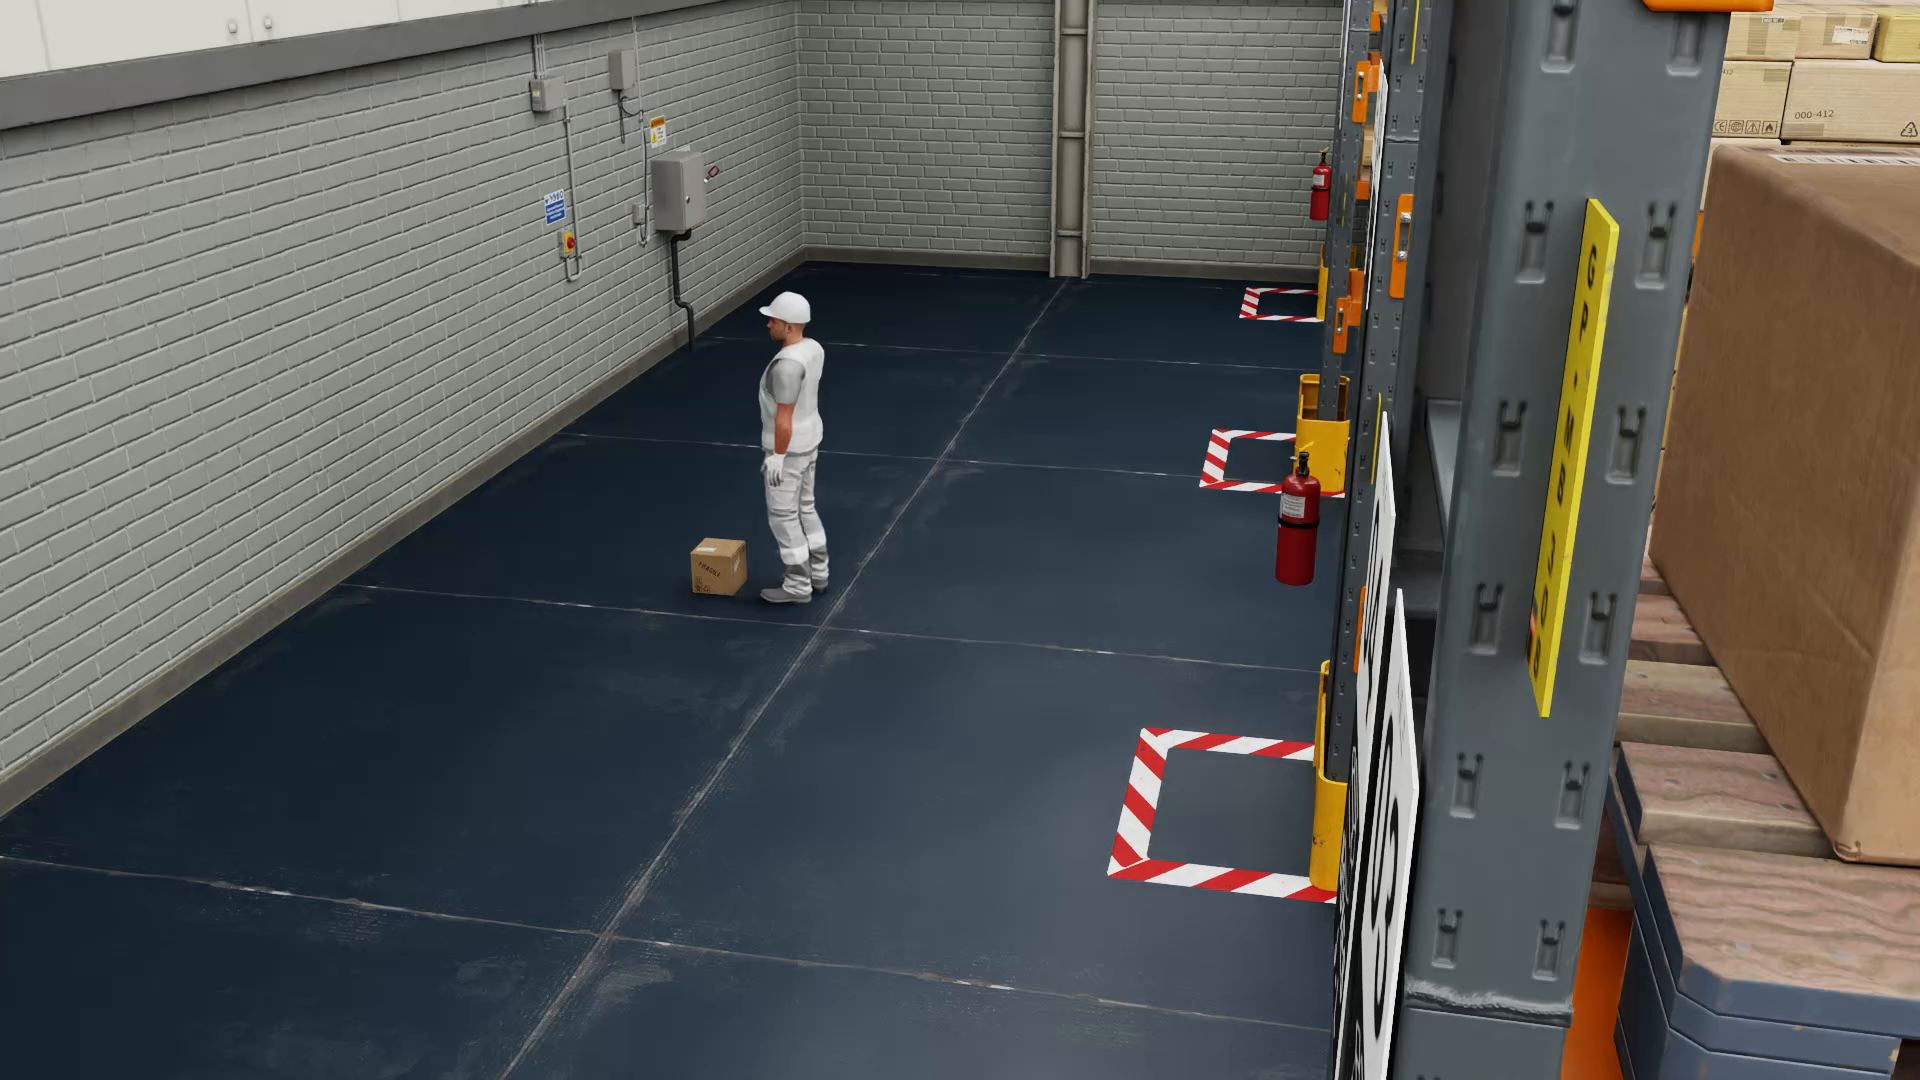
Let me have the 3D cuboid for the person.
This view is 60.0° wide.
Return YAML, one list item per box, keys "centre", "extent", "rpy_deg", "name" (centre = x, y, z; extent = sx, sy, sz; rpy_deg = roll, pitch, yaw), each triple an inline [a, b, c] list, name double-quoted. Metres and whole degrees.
- centre: [-0.956, -0.518, 9.377]
  extent: [0.352, 1.786, 0.524]
  rpy_deg: [5, 22, 12]
  name: "person"
